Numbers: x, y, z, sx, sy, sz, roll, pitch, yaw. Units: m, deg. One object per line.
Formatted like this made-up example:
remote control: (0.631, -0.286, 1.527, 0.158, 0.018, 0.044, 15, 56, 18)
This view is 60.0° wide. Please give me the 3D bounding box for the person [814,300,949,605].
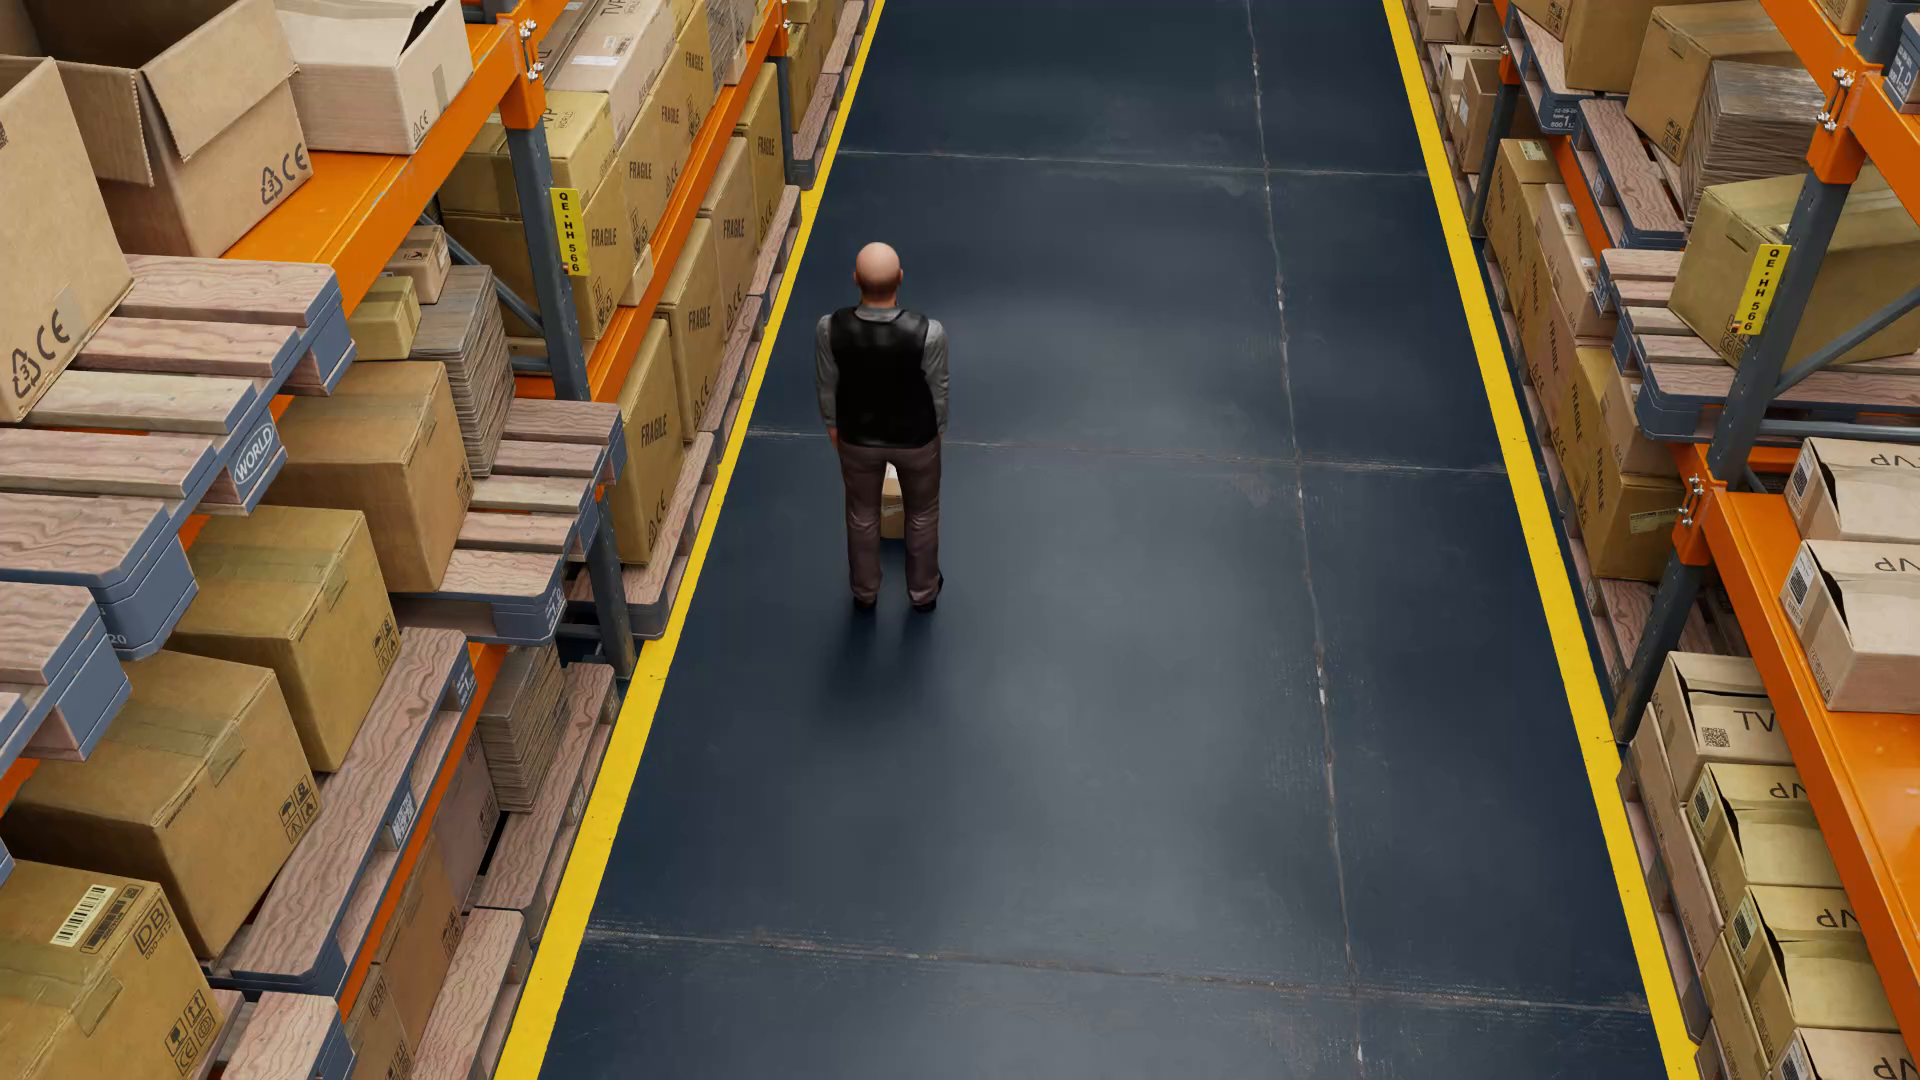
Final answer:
person: (-0.305, -0.377, 6.744, 0.533, 1.453, 0.358, 3, 40, 4)
